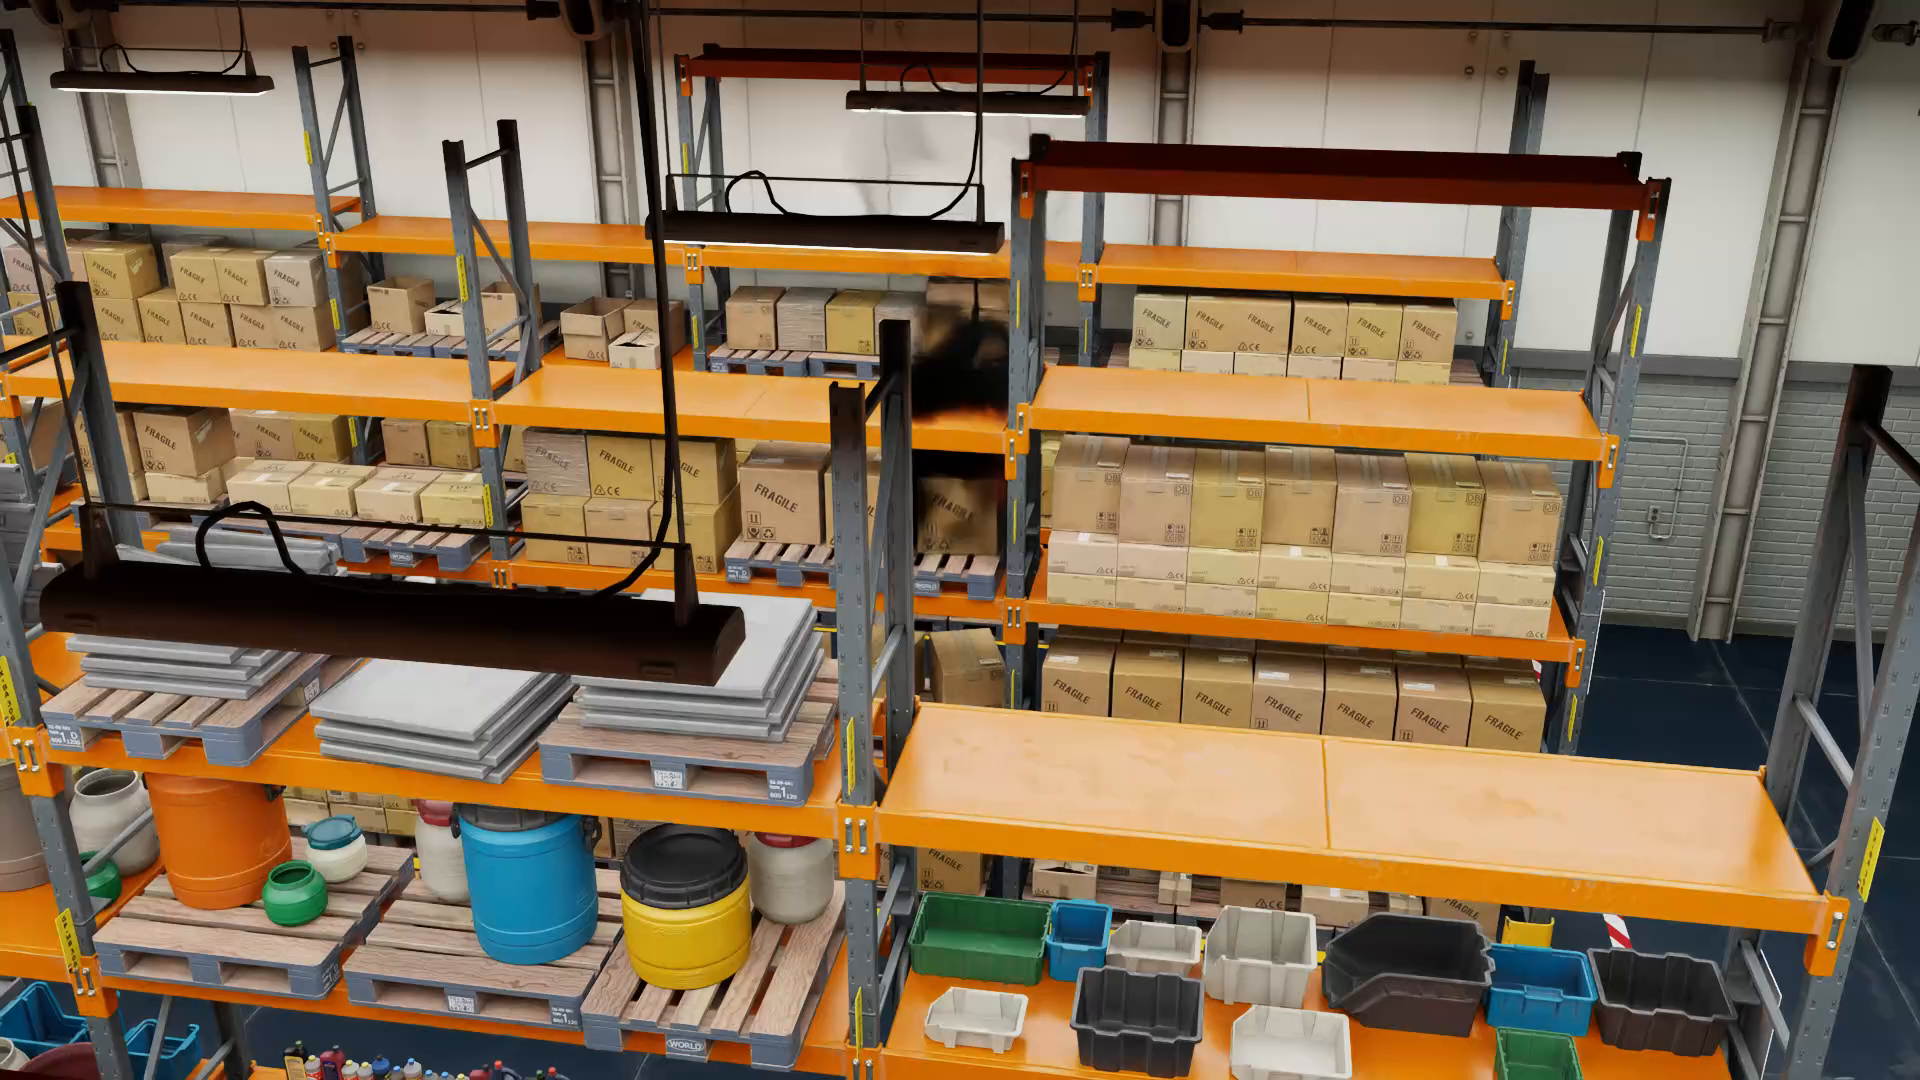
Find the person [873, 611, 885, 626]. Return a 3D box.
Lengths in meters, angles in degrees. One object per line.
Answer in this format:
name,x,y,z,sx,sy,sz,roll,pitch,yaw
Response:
person,-0.800,0.779,16.252,0.794,1.841,0.682,2,23,4

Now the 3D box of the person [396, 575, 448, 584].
person,-5.248,0.784,16.351,0.682,1.730,0.693,0,23,1
